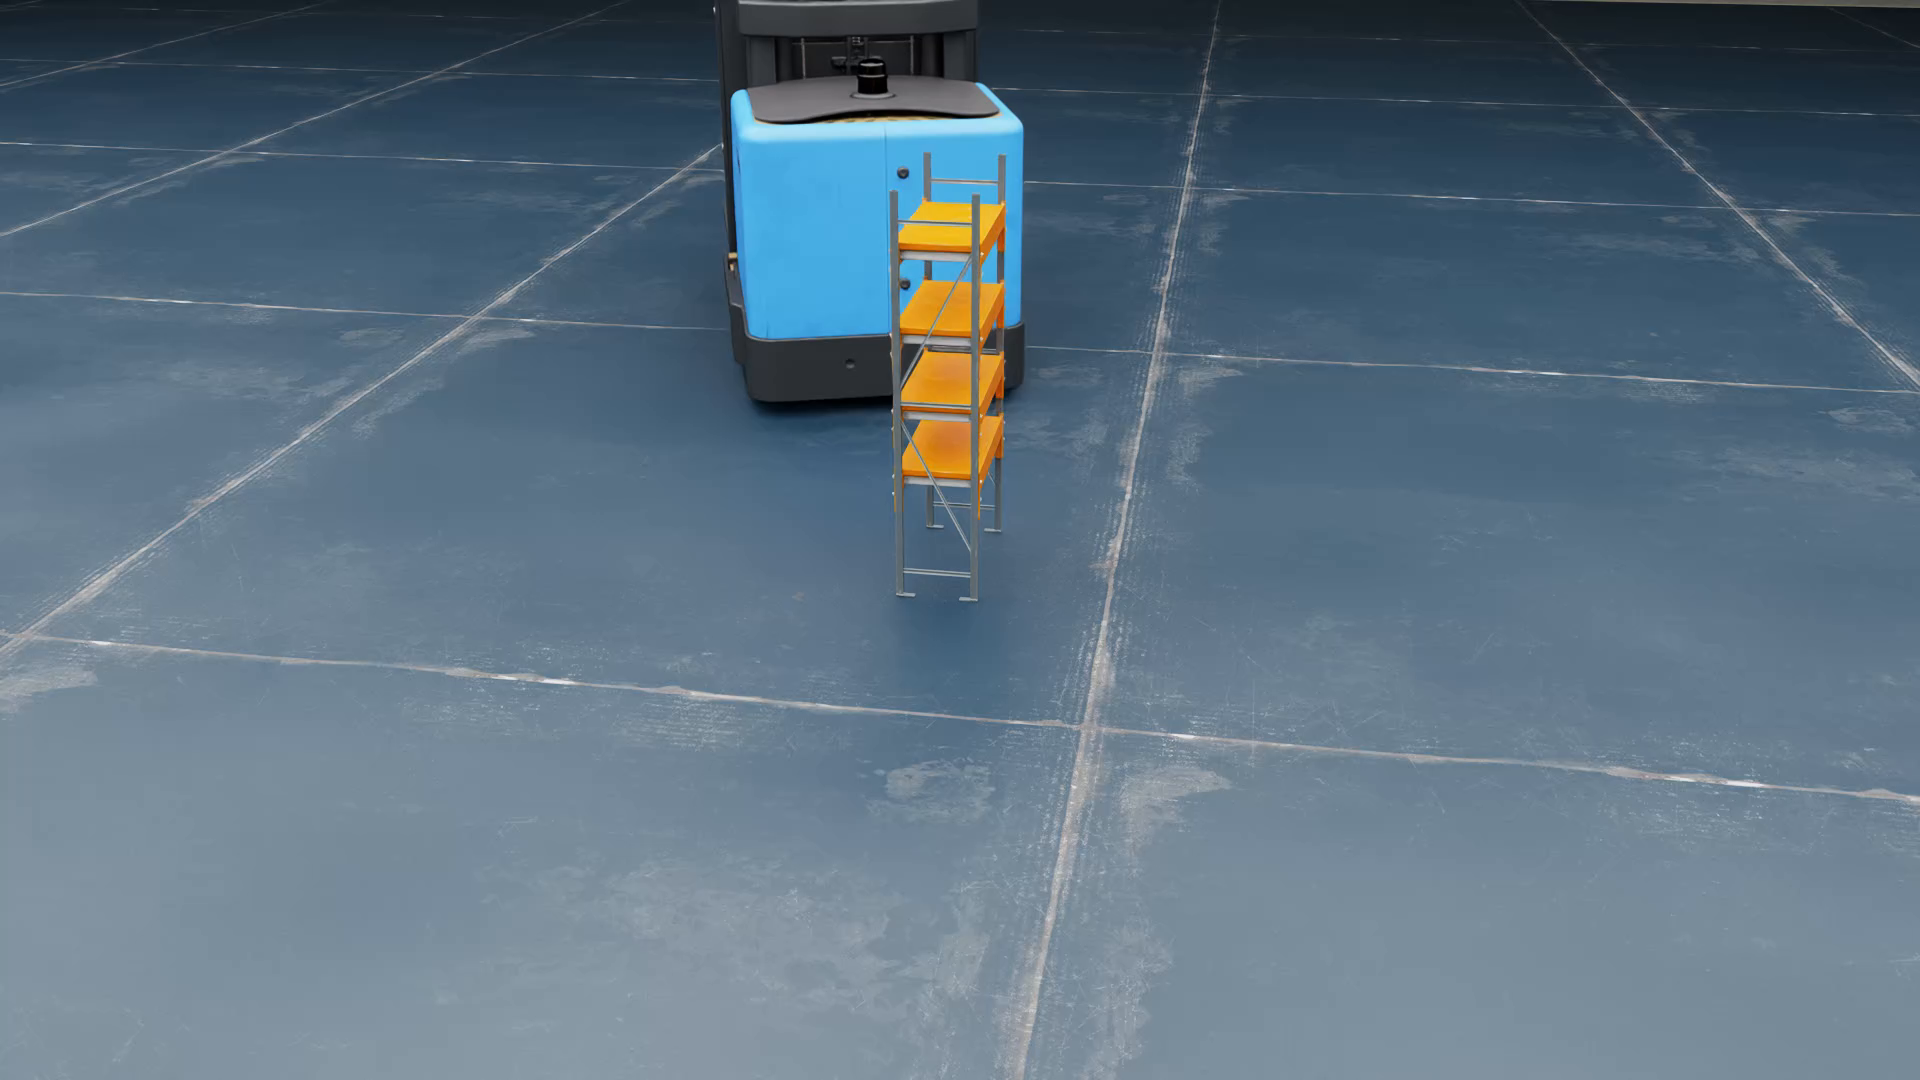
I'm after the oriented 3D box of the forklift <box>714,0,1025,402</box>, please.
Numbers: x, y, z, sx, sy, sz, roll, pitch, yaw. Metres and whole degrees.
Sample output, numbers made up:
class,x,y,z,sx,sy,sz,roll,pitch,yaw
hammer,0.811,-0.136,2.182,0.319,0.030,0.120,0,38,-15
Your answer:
class,x,y,z,sx,sy,sz,roll,pitch,yaw
forklift,-0.503,-2.436,6.998,1.130,2.935,3.031,-4,25,-8

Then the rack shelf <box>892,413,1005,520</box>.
class,x,y,z,sx,sy,sz,roll,pitch,yaw
rack shelf,-0.027,-0.233,4.960,0.258,0.148,0.480,4,25,9

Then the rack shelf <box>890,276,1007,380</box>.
class,x,y,z,sx,sy,sz,roll,pitch,yaw
rack shelf,-0.027,-0.616,4.781,0.258,0.148,0.480,4,25,9

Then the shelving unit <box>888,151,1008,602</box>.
class,x,y,z,sx,sy,sz,roll,pitch,yaw
shelving unit,-0.027,-0.474,4.848,0.258,1.200,0.503,4,25,9

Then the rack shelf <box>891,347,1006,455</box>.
class,x,y,z,sx,sy,sz,roll,pitch,yaw
rack shelf,-0.027,-0.413,4.876,0.258,0.148,0.480,4,25,9

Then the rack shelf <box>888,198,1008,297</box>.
class,x,y,z,sx,sy,sz,roll,pitch,yaw
rack shelf,-0.027,-0.830,4.681,0.258,0.148,0.480,4,25,9

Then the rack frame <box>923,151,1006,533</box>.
class,x,y,z,sx,sy,sz,roll,pitch,yaw
rack frame,0.013,-0.576,5.066,0.240,1.200,0.015,4,25,9

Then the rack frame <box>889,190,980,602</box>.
class,x,y,z,sx,sy,sz,roll,pitch,yaw
rack frame,-0.067,-0.372,4.630,0.240,1.200,0.015,4,25,9
